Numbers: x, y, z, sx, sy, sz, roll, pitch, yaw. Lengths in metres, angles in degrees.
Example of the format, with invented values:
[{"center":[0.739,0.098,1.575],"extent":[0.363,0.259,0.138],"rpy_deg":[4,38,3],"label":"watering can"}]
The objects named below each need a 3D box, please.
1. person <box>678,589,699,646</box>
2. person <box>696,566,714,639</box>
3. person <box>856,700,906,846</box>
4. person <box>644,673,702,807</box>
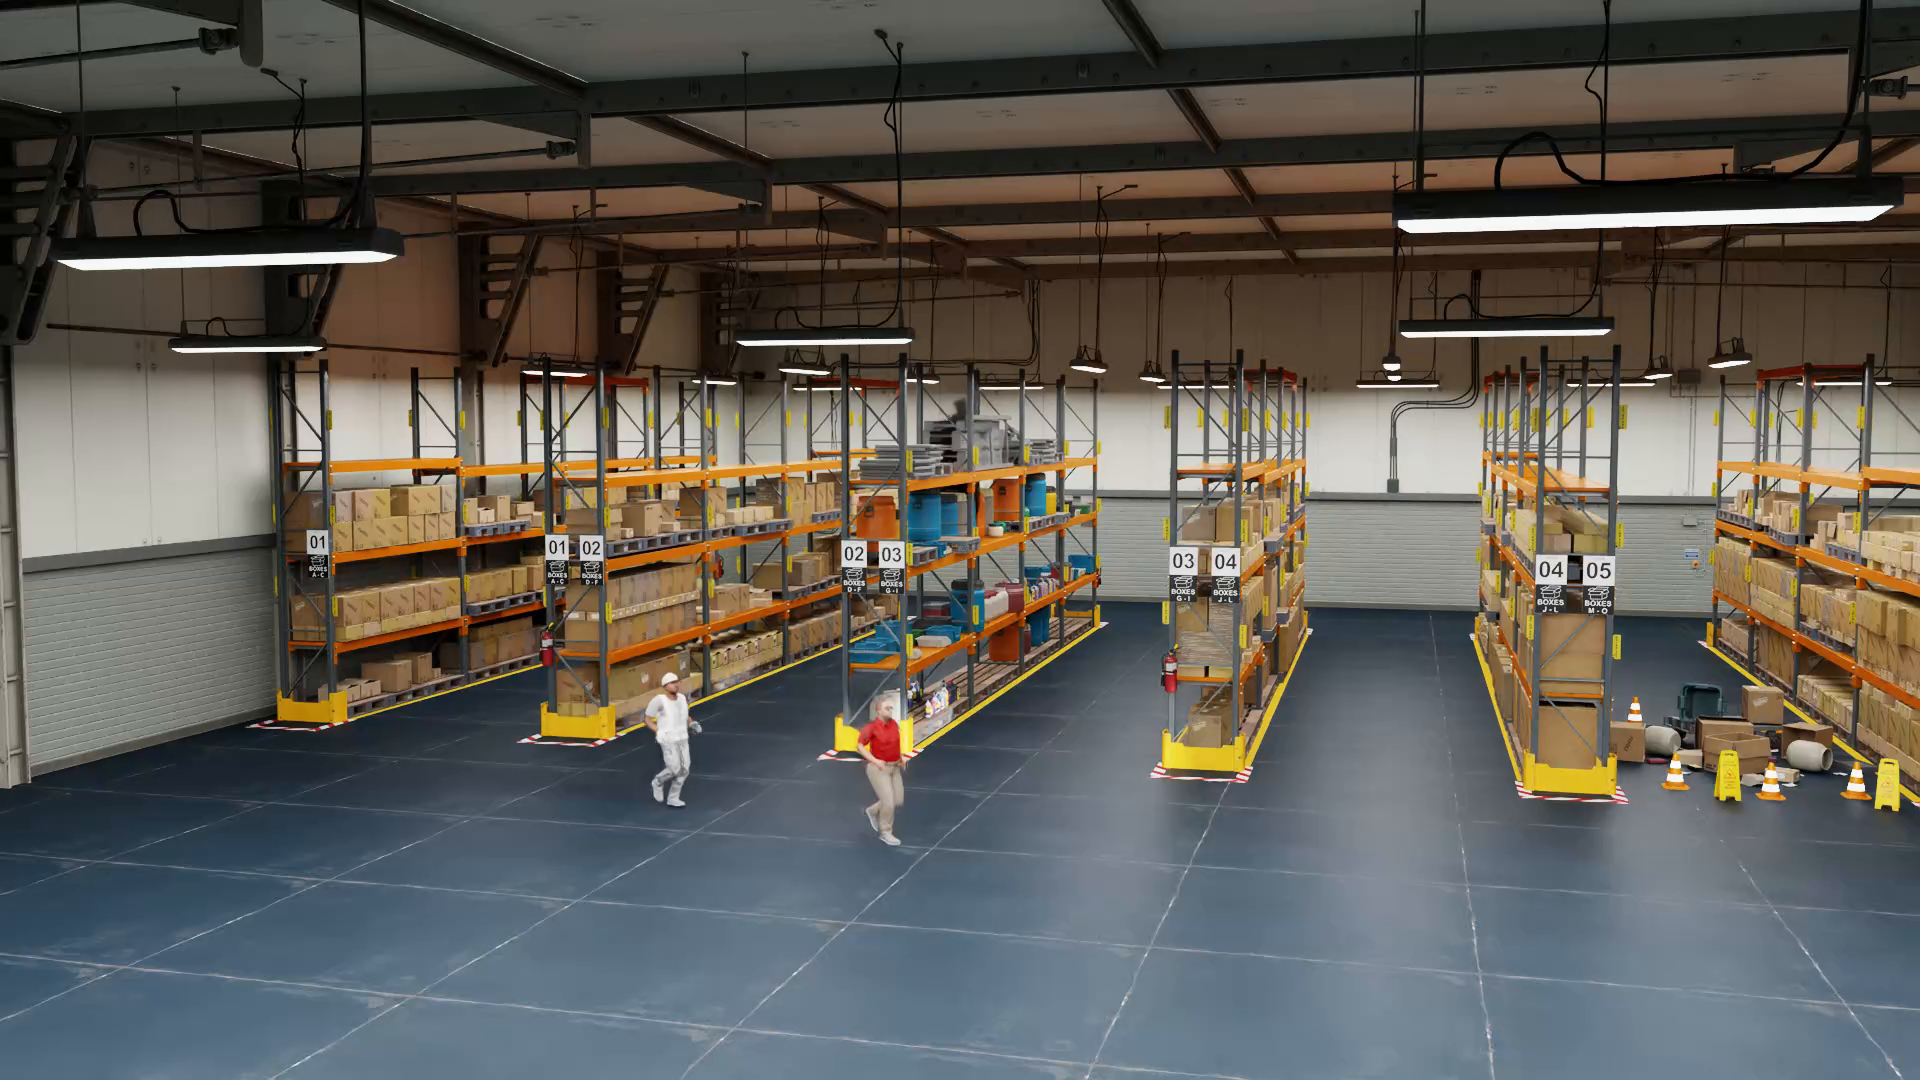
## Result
[{"center":[-5.726,1.664,35.146],"extent":[0.675,1.703,0.774],"rpy_deg":[1,4,19],"label":"person"},{"center":[-5.844,1.455,37.776],"extent":[0.561,1.722,0.688],"rpy_deg":[1,4,8],"label":"person"},{"center":[-0.950,2.741,19.763],"extent":[0.641,1.702,0.672],"rpy_deg":[3,5,40],"label":"person"},{"center":[-3.702,2.587,21.506],"extent":[0.612,1.735,0.678],"rpy_deg":[3,5,39],"label":"person"}]
